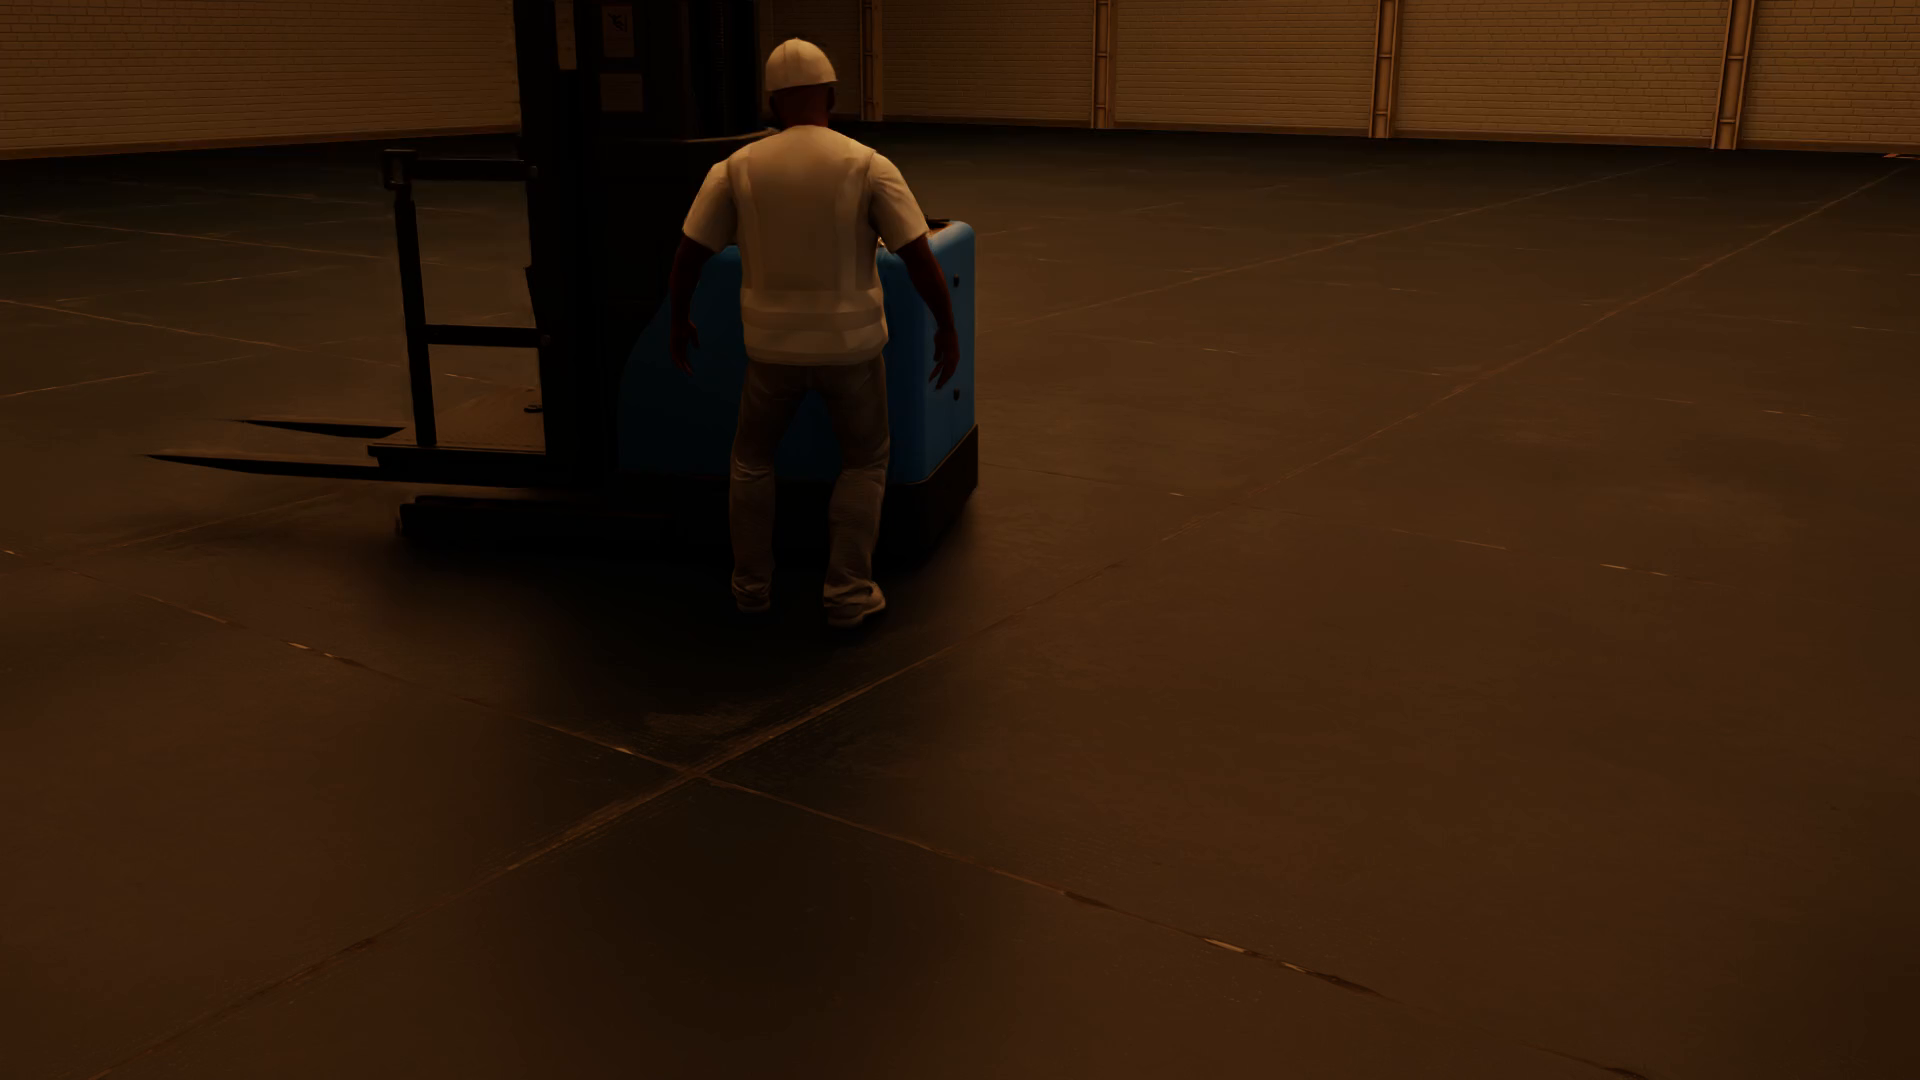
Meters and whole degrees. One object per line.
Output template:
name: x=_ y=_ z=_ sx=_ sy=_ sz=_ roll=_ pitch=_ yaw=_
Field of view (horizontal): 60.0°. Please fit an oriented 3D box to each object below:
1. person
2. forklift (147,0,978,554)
person: x=-0.434 y=-0.597 z=4.968 sx=0.875 sy=1.728 sz=0.476 roll=2 pitch=17 yaw=6
forklift: x=-1.502 y=-1.516 z=5.901 sx=3.031 sy=2.935 sz=1.130 roll=3 pitch=17 yaw=11
